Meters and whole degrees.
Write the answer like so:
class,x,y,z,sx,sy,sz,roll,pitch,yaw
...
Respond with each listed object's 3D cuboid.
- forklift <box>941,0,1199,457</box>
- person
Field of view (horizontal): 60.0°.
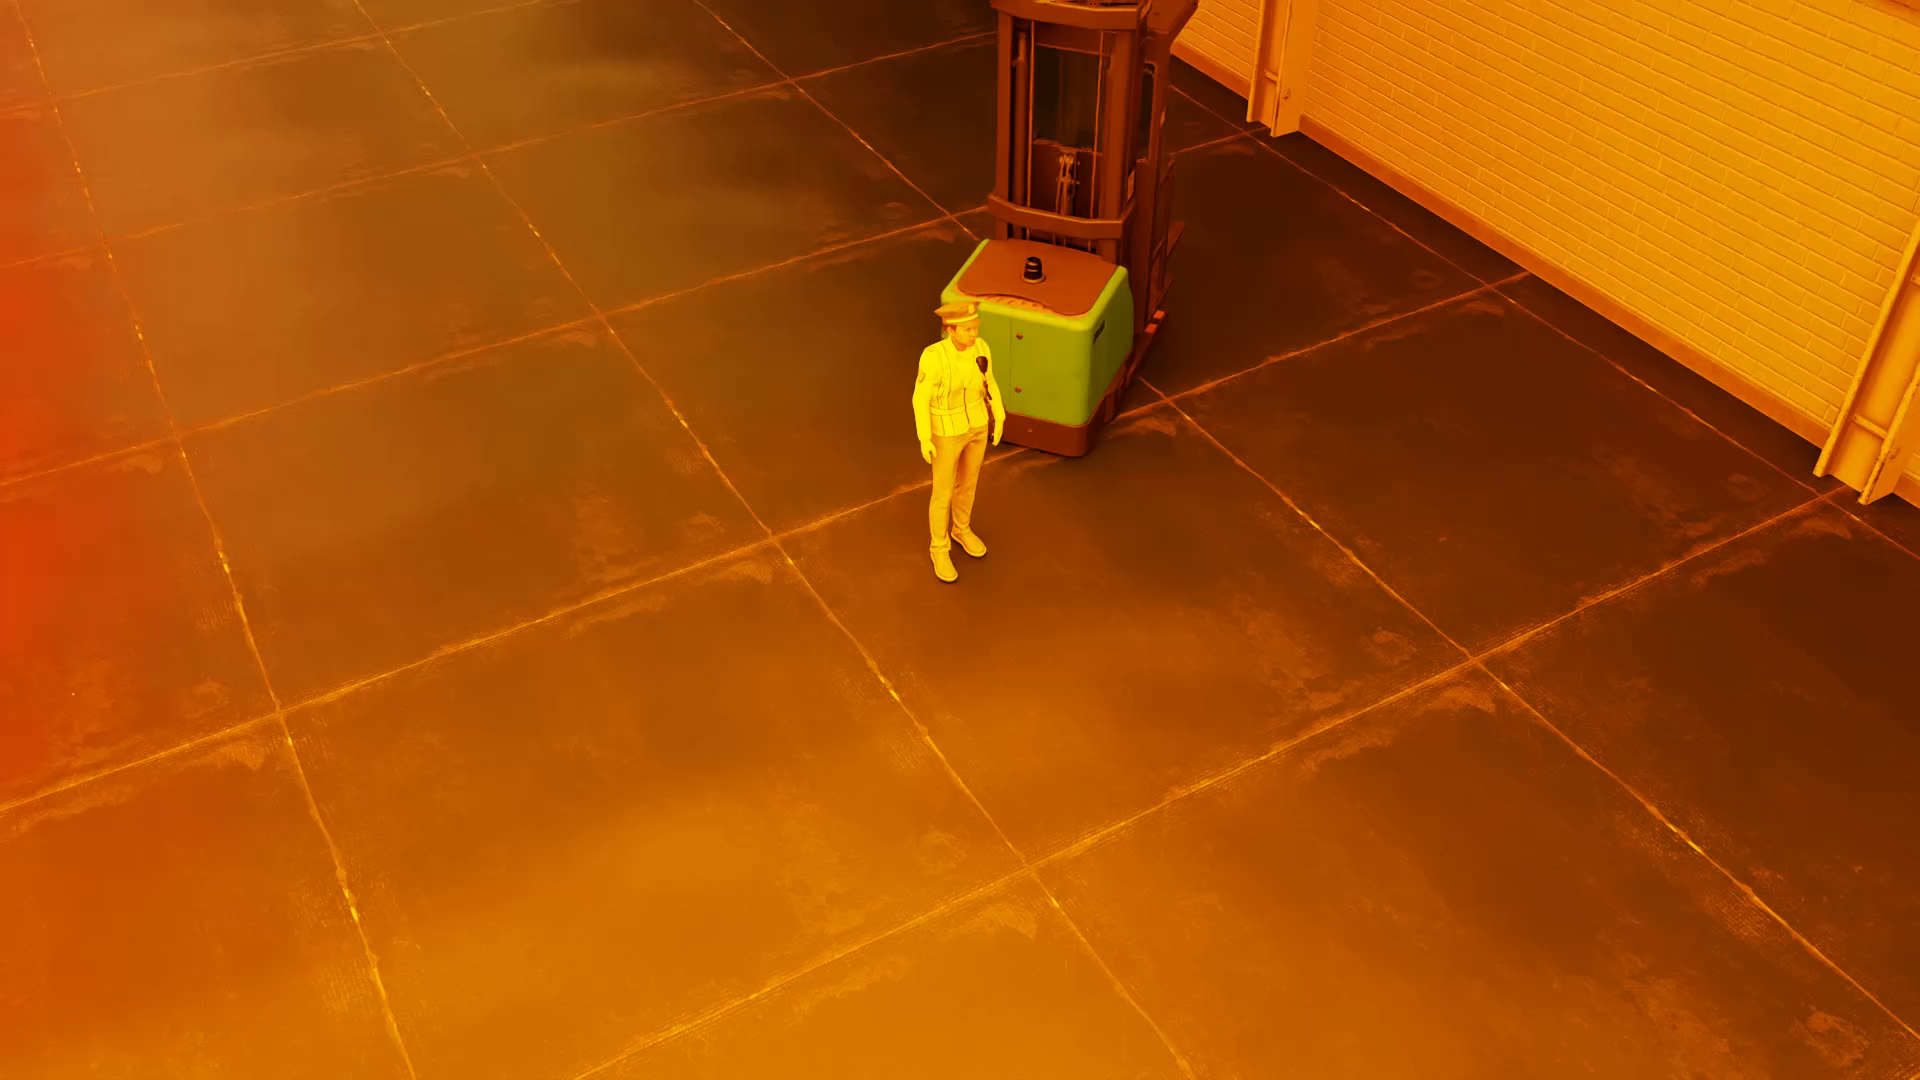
class,x,y,z,sx,sy,sz,roll,pitch,yaw
forklift,0.881,-2.618,11.192,1.130,2.935,3.031,14,42,17
person,0.029,-0.617,9.738,0.587,1.694,0.529,-20,44,-23
